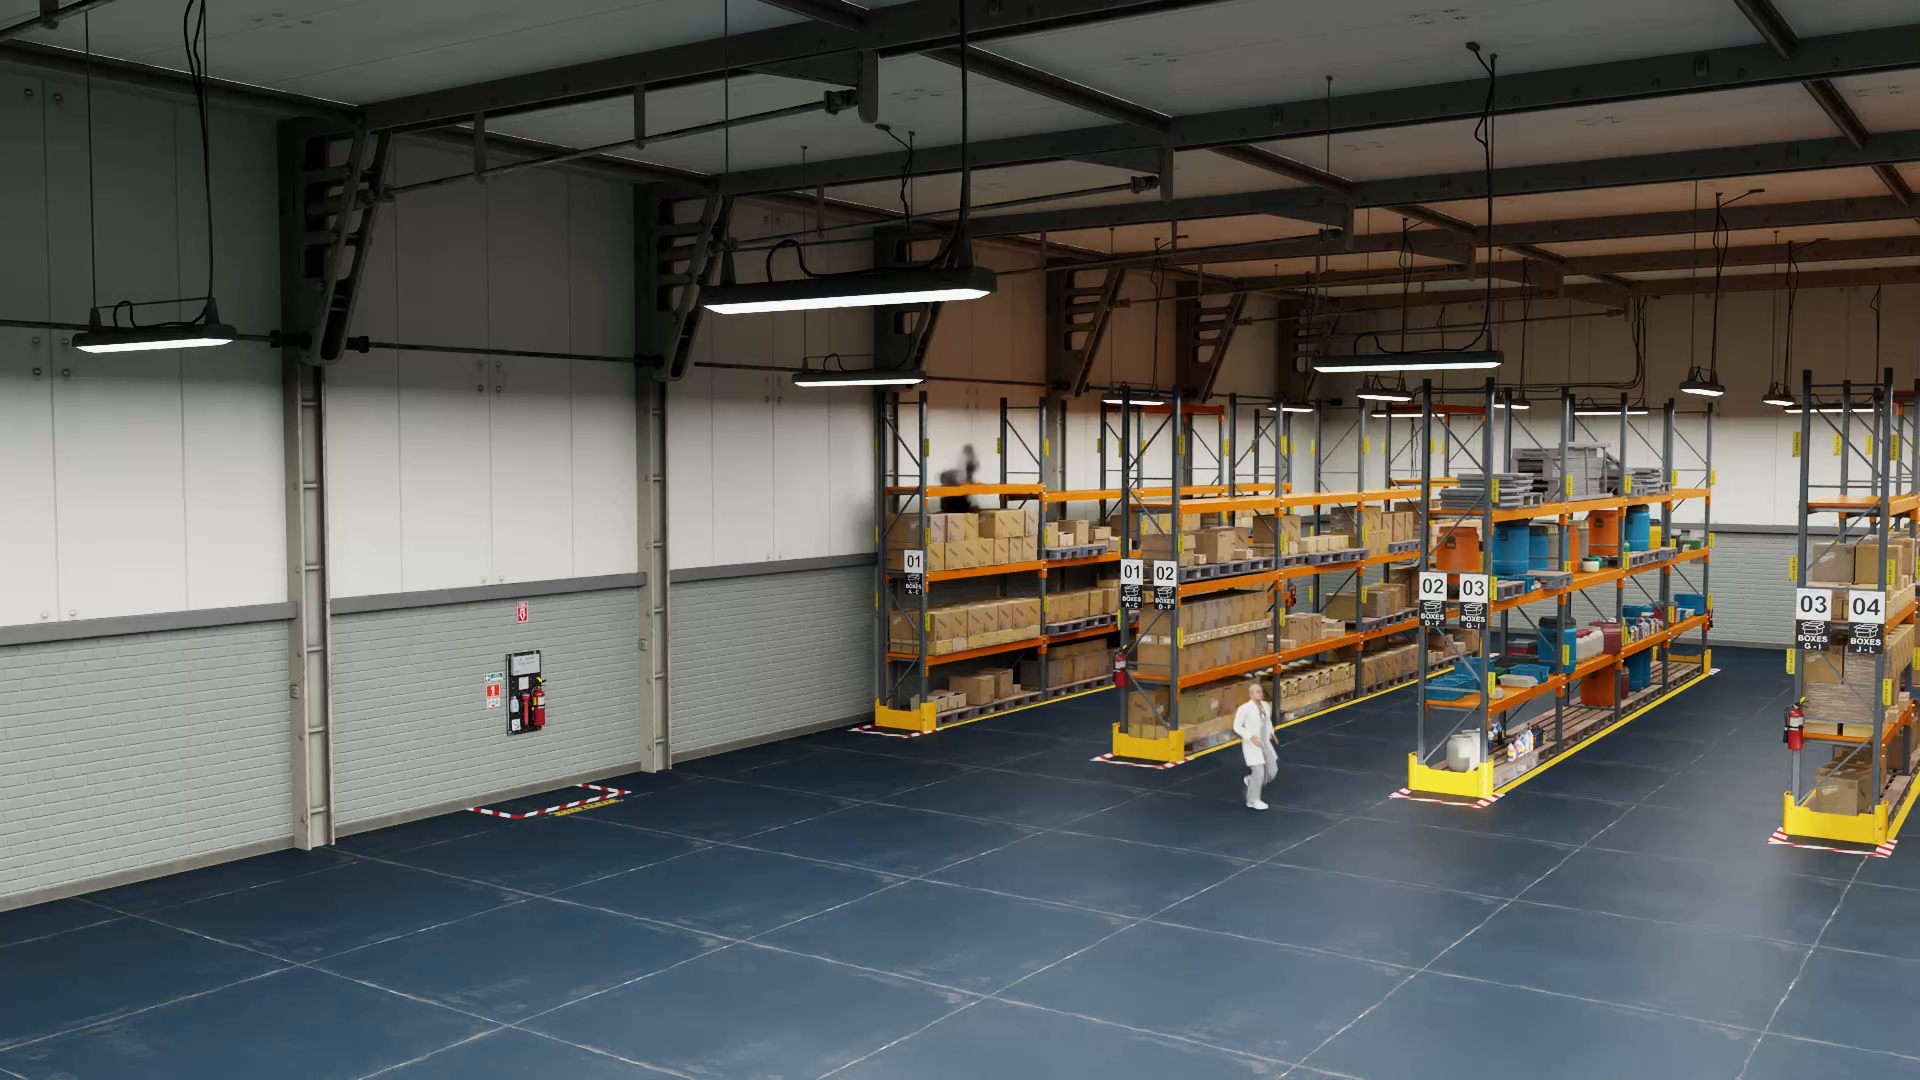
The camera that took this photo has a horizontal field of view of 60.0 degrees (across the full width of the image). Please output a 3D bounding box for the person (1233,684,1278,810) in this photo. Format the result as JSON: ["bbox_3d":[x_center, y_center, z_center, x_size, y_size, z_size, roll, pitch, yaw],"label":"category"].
[{"bbox_3d":[4.101,2.854,23.012,0.689,1.730,0.632,-2,4,-31],"label":"person"}]
